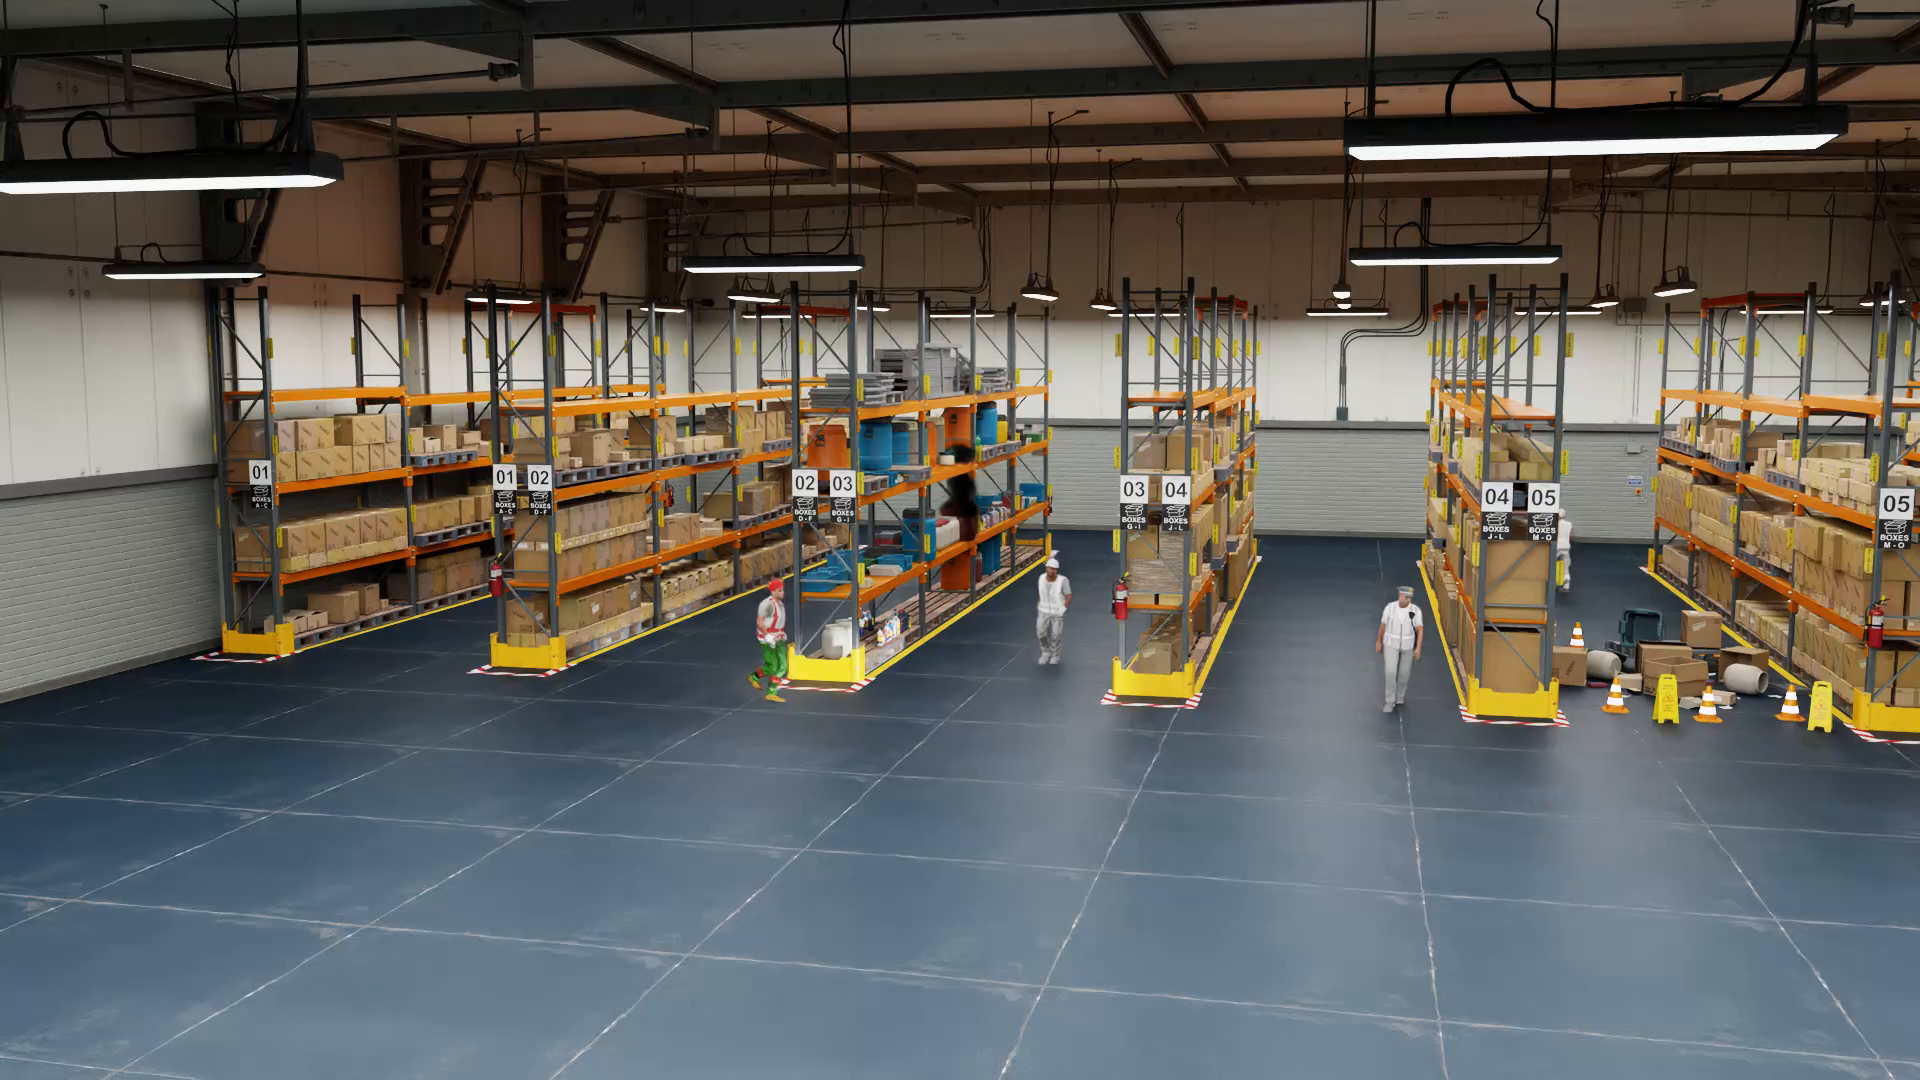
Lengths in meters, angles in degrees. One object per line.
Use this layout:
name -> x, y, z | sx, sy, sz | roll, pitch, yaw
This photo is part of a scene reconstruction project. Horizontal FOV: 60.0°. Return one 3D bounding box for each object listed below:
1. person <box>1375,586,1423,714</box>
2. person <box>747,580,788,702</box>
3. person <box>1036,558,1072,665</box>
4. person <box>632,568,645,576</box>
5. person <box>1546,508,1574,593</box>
person -> 6.130, 1.507, 23.182 | 0.611, 1.762, 0.798 | 1, 7, 7
person -> -2.767, 1.428, 23.728 | 0.675, 1.758, 0.671 | 4, 8, 31
person -> 1.442, 1.137, 26.049 | 0.653, 1.726, 0.822 | 2, 7, 15
person -> -6.776, 0.235, 34.719 | 0.605, 1.573, 0.743 | 0, 7, -1
person -> 12.284, 0.219, 34.066 | 0.619, 1.722, 0.973 | 0, 7, 4
